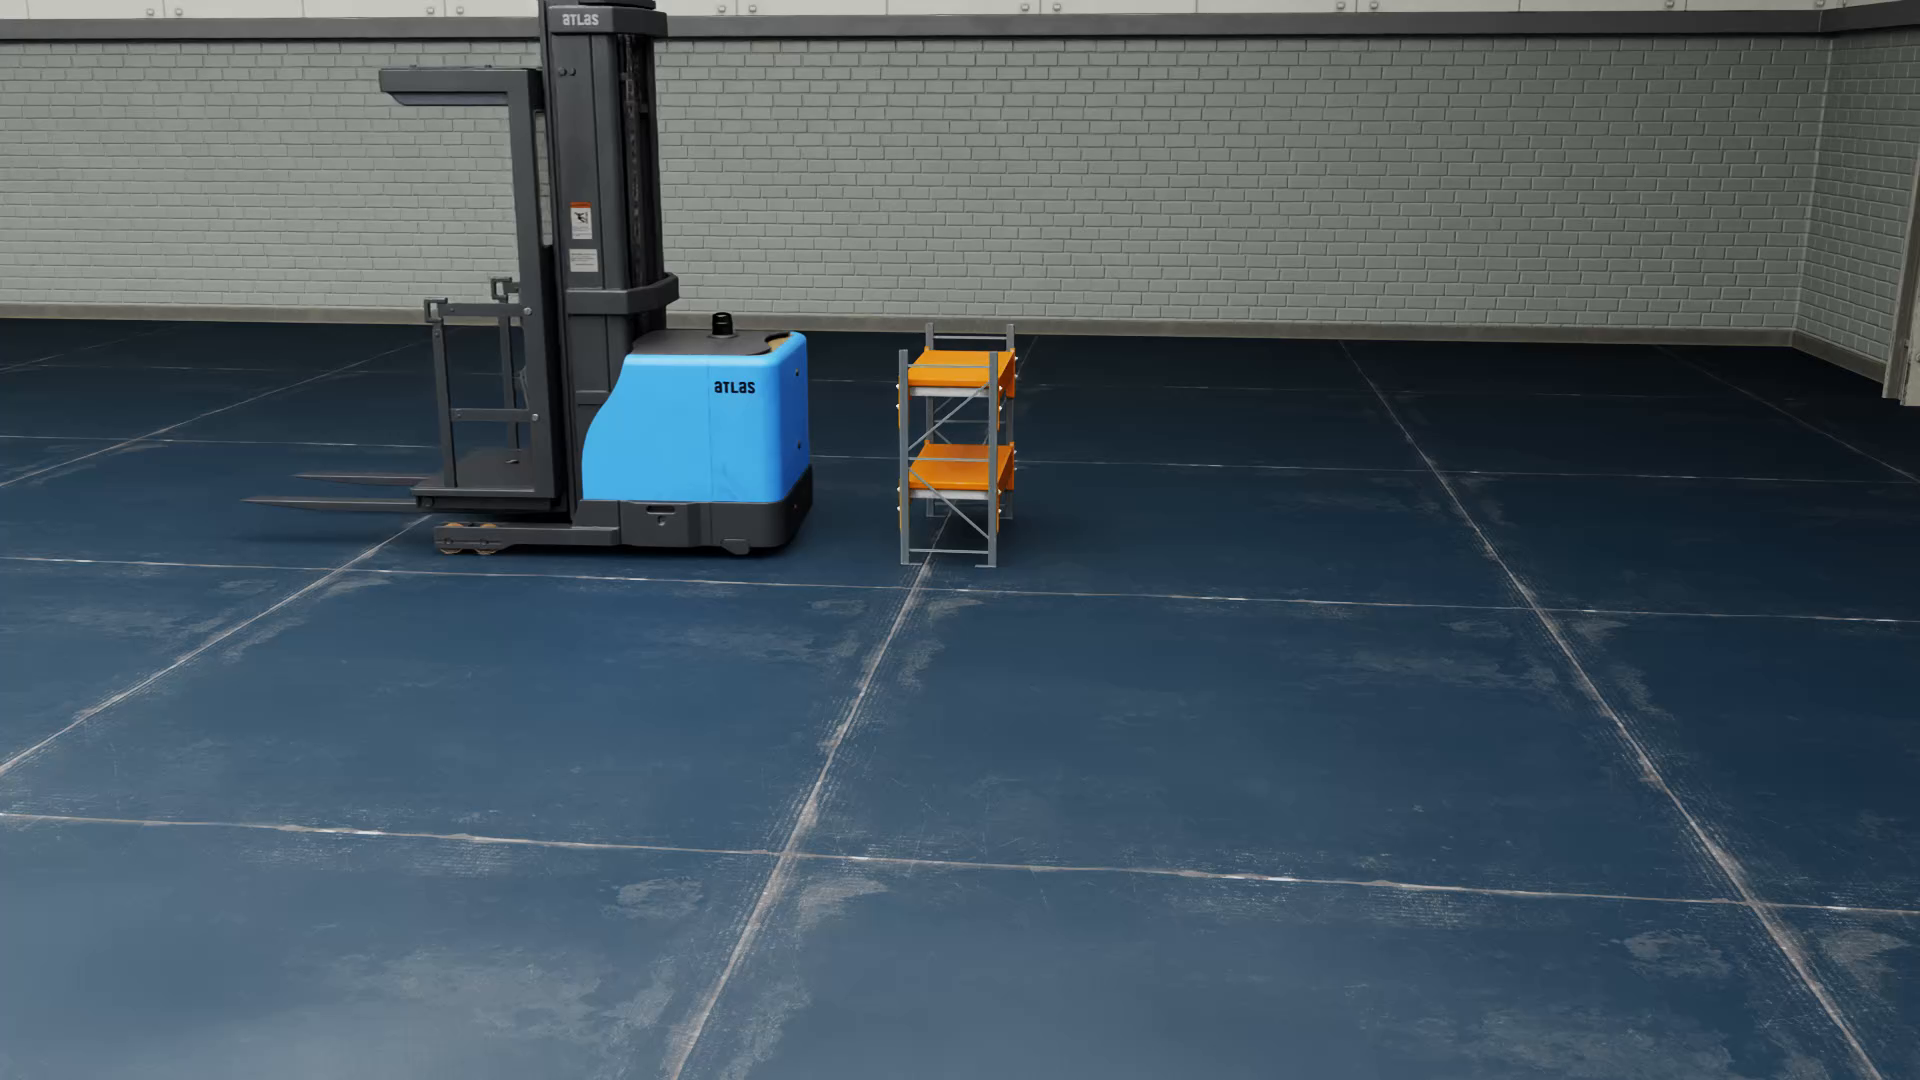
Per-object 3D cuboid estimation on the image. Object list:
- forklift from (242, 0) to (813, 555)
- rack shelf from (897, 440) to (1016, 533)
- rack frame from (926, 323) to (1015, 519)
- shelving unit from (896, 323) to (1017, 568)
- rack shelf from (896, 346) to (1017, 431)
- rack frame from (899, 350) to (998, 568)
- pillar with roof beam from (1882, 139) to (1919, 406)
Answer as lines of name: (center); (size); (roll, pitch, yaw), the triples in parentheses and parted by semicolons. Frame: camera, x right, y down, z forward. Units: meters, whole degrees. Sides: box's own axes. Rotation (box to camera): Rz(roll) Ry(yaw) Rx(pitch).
forklift: (-2.396, -1.470, 8.985); (3.031, 2.935, 1.130); (1, 15, 4)
rack shelf: (-0.001, -0.305, 9.073); (0.538, 0.278, 1.000); (2, 15, 6)
rack frame: (0.057, -0.673, 9.496); (0.500, 1.125, 0.032); (2, 15, 6)
shelving unit: (-0.001, -0.541, 9.009); (0.538, 1.125, 1.048); (2, 15, 6)
rack shelf: (-0.001, -0.824, 8.932); (0.538, 0.278, 1.000); (2, 15, 6)
rack frame: (-0.058, -0.409, 8.521); (0.500, 1.125, 0.032); (2, 15, 6)
pillar with roof beam: (3.306, -5.574, 12.537); (9.100, 9.000, 0.400); (2, 15, 6)
